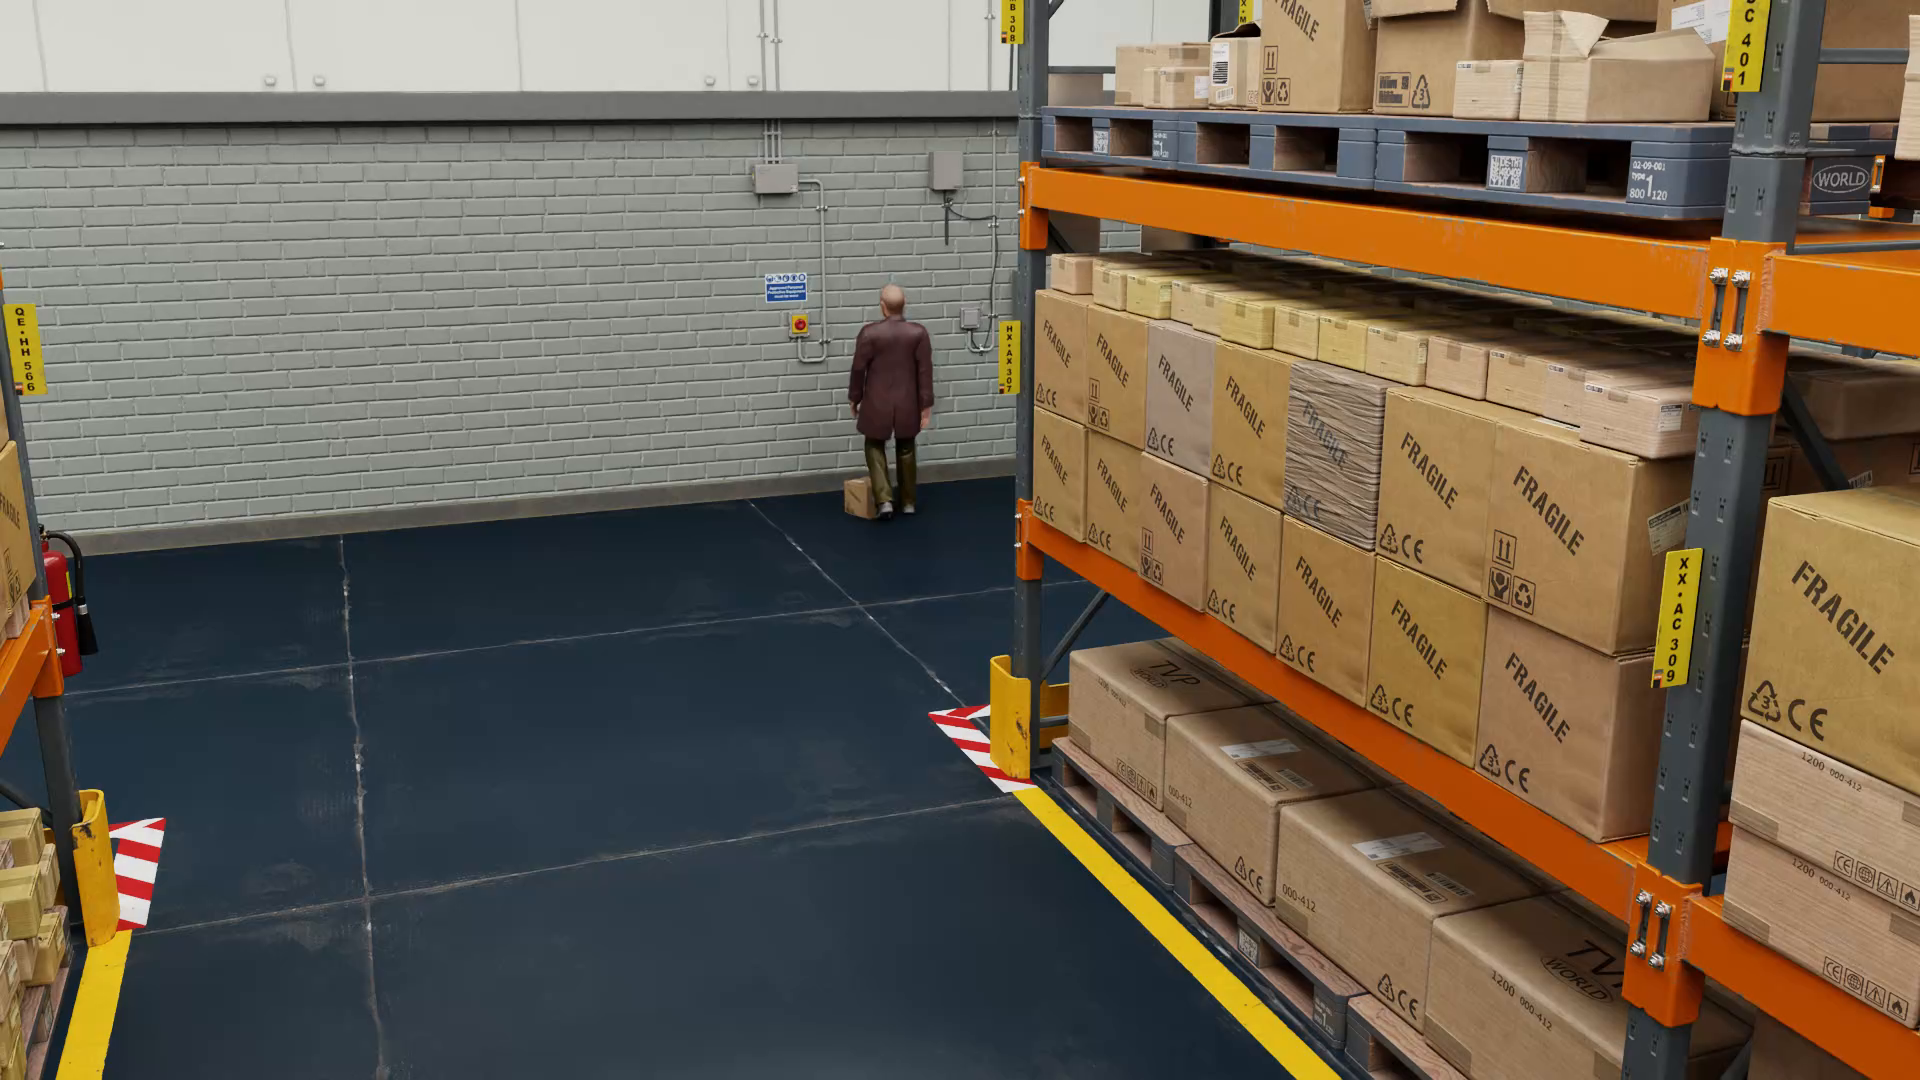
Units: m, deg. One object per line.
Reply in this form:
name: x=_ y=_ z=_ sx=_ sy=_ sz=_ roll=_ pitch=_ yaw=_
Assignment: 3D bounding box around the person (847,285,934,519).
person: x=-0.526 y=-1.025 z=12.328 sx=0.634 sy=1.764 sz=0.701 roll=-3 pitch=16 yaw=-10
